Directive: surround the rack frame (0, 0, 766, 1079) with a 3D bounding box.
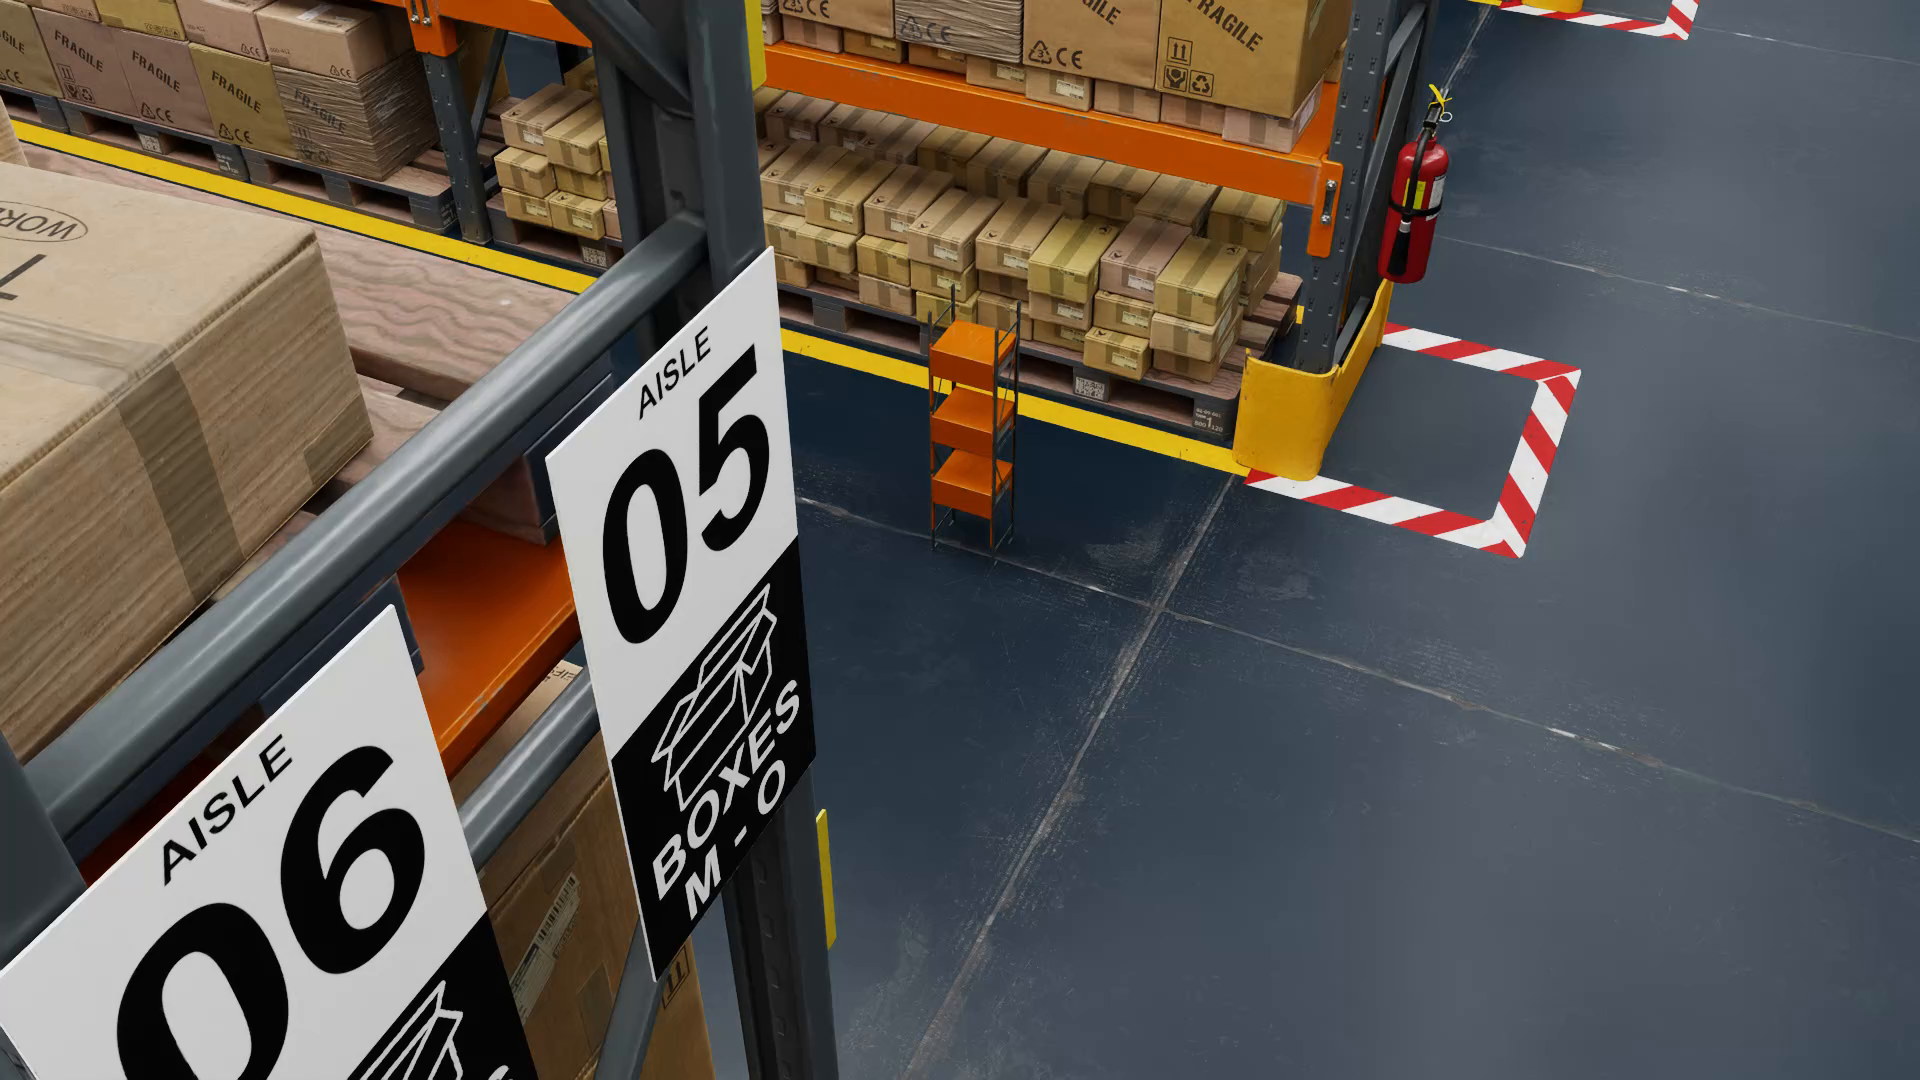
[{"bbox_3d":[-0.466,-1.023,0.560,0.127,3.000,1.000,17,44,19],"label":"rack frame"}]

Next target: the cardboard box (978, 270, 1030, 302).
[{"bbox_3d":[0.264,-1.171,6.940,0.250,0.149,0.380,16,44,18],"label":"cardboard box"}]

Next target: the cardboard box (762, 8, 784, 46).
[{"bbox_3d":[-0.758,-2.126,6.605,0.250,0.149,0.380,19,44,20],"label":"cardboard box"}]

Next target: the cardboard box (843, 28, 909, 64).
[{"bbox_3d":[-0.257,-2.022,6.485,0.250,0.149,0.380,18,44,19],"label":"cardboard box"}]

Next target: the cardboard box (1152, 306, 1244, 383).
[{"bbox_3d":[0.970,-0.825,6.768,0.250,0.149,0.380,18,44,19],"label":"cardboard box"}]

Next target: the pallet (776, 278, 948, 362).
[{"bbox_3d":[-0.357,-1.274,7.559,1.213,0.211,1.003,17,44,19],"label":"pallet"}]

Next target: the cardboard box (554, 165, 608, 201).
[{"bbox_3d":[-1.629,-1.716,7.569,0.250,0.149,0.380,17,44,19],"label":"cardboard box"}]

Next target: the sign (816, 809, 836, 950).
[{"bbox_3d":[-0.226,0.559,2.593,0.005,0.325,0.100,17,44,19],"label":"sign"}]

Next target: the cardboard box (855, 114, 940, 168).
[{"bbox_3d":[-0.265,-1.740,7.370,0.250,0.149,0.380,17,44,19],"label":"cardboard box"}]

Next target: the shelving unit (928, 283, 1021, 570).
[{"bbox_3d":[0.048,-0.382,5.889,0.252,1.050,0.215,17,44,19],"label":"shelving unit"}]

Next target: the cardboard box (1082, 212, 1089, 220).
[{"bbox_3d":[0.499,-1.473,7.288,0.250,0.149,0.380,18,44,20],"label":"cardboard box"}]

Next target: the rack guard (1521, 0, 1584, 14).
[{"bbox_3d":[3.745,-3.687,10.122,0.348,0.500,1.175,17,44,19],"label":"rack guard"}]

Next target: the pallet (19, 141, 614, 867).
[{"bbox_3d":[-1.143,-0.055,1.801,1.213,0.211,1.003,17,44,19],"label":"pallet"}]

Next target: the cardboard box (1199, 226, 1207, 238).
[{"bbox_3d":[0.944,-1.323,7.115,0.250,0.149,0.380,17,44,18],"label":"cardboard box"}]

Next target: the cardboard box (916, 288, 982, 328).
[{"bbox_3d":[0.004,-1.055,7.033,0.250,0.149,0.380,15,43,17],"label":"cardboard box"}]

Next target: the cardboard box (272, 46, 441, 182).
[{"bbox_3d":[-2.867,-2.099,7.970,0.500,0.500,0.500,16,43,18],"label":"cardboard box"}]

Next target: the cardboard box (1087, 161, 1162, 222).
[{"bbox_3d":[0.729,-1.526,7.122,0.250,0.149,0.380,17,44,19],"label":"cardboard box"}]

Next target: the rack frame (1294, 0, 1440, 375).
[{"bbox_3d":[1.535,-1.722,5.946,0.127,3.000,1.000,17,44,19],"label":"rack frame"}]

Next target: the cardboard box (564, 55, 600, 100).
[{"bbox_3d":[-1.657,-2.192,7.890,0.250,0.149,0.380,18,44,20],"label":"cardboard box"}]

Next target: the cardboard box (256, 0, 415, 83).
[{"bbox_3d":[-2.872,-2.383,7.725,0.500,0.250,0.500,16,43,18],"label":"cardboard box"}]

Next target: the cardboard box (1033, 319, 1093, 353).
[{"bbox_3d":[0.491,-0.961,6.924,0.250,0.149,0.380,17,44,18],"label":"cardboard box"}]

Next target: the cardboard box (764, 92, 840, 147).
[{"bbox_3d":[-0.694,-1.942,7.602,0.250,0.149,0.380,15,43,17],"label":"cardboard box"}]

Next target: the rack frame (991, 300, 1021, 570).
[{"bbox_3d":[0.159,-0.348,5.850,0.008,1.050,0.200,17,44,19],"label":"rack frame"}]

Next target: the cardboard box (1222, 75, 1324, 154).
[{"bbox_3d":[1.120,-1.550,5.939,0.250,0.149,0.380,17,44,19],"label":"cardboard box"}]

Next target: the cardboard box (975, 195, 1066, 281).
[{"bbox_3d":[0.248,-1.234,6.785,0.250,0.149,0.380,15,43,17],"label":"cardboard box"}]

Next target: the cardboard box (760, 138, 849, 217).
[{"bbox_3d":[-0.667,-1.561,7.163,0.250,0.149,0.380,15,43,17],"label":"cardboard box"}]

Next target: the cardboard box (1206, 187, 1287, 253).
[{"bbox_3d":[1.204,-1.375,6.948,0.250,0.149,0.380,15,43,17],"label":"cardboard box"}]

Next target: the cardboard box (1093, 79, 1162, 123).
[{"bbox_3d":[0.677,-1.701,6.114,0.250,0.149,0.380,17,44,18],"label":"cardboard box"}]

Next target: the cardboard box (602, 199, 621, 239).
[{"bbox_3d":[-1.407,-1.508,7.555,0.250,0.149,0.380,17,44,18],"label":"cardboard box"}]

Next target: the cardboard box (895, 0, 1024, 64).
[{"bbox_3d":[0.091,-2.124,6.107,0.500,0.500,0.500,17,44,19],"label":"cardboard box"}]

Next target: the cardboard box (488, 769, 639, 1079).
[{"bbox_3d":[-0.781,0.527,2.513,0.500,0.500,0.500,16,43,18],"label":"cardboard box"}]

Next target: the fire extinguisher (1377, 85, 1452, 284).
[{"bbox_3d":[1.568,-1.208,5.697,0.183,0.674,0.296,17,44,19],"label":"fire extinguisher"}]

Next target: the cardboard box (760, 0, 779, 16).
[{"bbox_3d":[-0.855,-2.399,6.425,0.500,0.500,0.500,16,43,18],"label":"cardboard box"}]

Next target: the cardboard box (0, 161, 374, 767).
[{"bbox_3d":[-0.912,-0.100,1.503,0.500,0.250,0.500,13,43,15],"label":"cardboard box"}]

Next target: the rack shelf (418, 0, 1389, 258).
[{"bbox_3d":[-0.277,-2.004,6.821,4.000,0.370,1.077,17,44,19],"label":"rack shelf"}]

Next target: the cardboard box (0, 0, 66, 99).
[{"bbox_3d":[-4.725,-2.667,8.625,0.500,0.500,0.500,17,44,19],"label":"cardboard box"}]

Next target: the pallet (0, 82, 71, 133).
[{"bbox_3d":[-5.007,-2.666,9.165,1.213,0.211,1.003,17,44,19],"label":"pallet"}]

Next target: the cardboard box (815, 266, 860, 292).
[{"bbox_3d":[-0.433,-1.257,7.266,0.250,0.149,0.380,18,44,20],"label":"cardboard box"}]

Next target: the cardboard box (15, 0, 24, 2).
[{"bbox_3d":[-4.733,-2.960,8.390,0.500,0.250,0.500,16,44,18],"label":"cardboard box"}]

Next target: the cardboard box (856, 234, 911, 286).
[{"bbox_3d":[-0.235,-1.253,7.034,0.250,0.149,0.380,19,44,21],"label":"cardboard box"}]

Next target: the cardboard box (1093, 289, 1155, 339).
[{"bbox_3d":[0.722,-0.997,6.739,0.250,0.149,0.380,16,43,18],"label":"cardboard box"}]

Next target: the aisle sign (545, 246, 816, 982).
[{"bbox_3d":[-0.278,0.110,1.849,0.004,0.787,0.394,17,44,19],"label":"aisle sign"}]

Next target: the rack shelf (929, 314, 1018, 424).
[{"bbox_3d":[0.048,-0.588,5.710,0.240,0.259,0.215,17,44,19],"label":"rack shelf"}]

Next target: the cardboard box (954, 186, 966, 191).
[{"bbox_3d":[-0.045,-1.541,7.366,0.250,0.149,0.380,19,44,21],"label":"cardboard box"}]

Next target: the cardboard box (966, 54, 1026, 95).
[{"bbox_3d":[0.209,-1.848,6.284,0.250,0.149,0.380,15,43,17],"label":"cardboard box"}]

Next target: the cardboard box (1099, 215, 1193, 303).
[{"bbox_3d":[0.745,-1.128,6.663,0.250,0.149,0.380,18,44,19],"label":"cardboard box"}]

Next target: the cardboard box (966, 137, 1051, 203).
[{"bbox_3d":[0.222,-1.628,7.239,0.250,0.149,0.380,19,44,20],"label":"cardboard box"}]

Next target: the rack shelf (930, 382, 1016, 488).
[{"bbox_3d":[0.048,-0.374,5.896,0.240,0.259,0.215,17,44,19],"label":"rack shelf"}]

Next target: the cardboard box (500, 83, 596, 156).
[{"bbox_3d":[-1.865,-1.917,7.574,0.250,0.149,0.380,19,44,20],"label":"cardboard box"}]

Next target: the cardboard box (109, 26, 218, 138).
[{"bbox_3d":[-3.795,-2.386,8.301,0.500,0.500,0.500,16,43,18],"label":"cardboard box"}]

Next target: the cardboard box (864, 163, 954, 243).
[{"bbox_3d":[-0.211,-1.414,6.993,0.250,0.149,0.380,16,43,17],"label":"cardboard box"}]

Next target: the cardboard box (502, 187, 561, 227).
[{"bbox_3d":[-1.896,-1.620,7.684,0.250,0.149,0.380,15,43,17],"label":"cardboard box"}]

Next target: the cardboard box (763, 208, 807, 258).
[{"bbox_3d":[-0.709,-1.396,7.199,0.250,0.149,0.380,17,44,18],"label":"cardboard box"}]

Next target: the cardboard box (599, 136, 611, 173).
[{"bbox_3d":[-1.391,-1.765,7.398,0.250,0.149,0.380,16,44,18],"label":"cardboard box"}]

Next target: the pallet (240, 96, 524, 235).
[{"bbox_3d":[-2.796,-1.991,8.385,1.213,0.211,1.003,17,44,19],"label":"pallet"}]

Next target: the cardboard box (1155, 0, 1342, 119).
[{"bbox_3d":[1.019,-1.844,5.784,0.500,0.500,0.500,18,44,19],"label":"cardboard box"}]

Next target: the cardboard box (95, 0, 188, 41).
[{"bbox_3d":[-3.817,-2.672,8.057,0.500,0.250,0.500,15,43,17],"label":"cardboard box"}]
